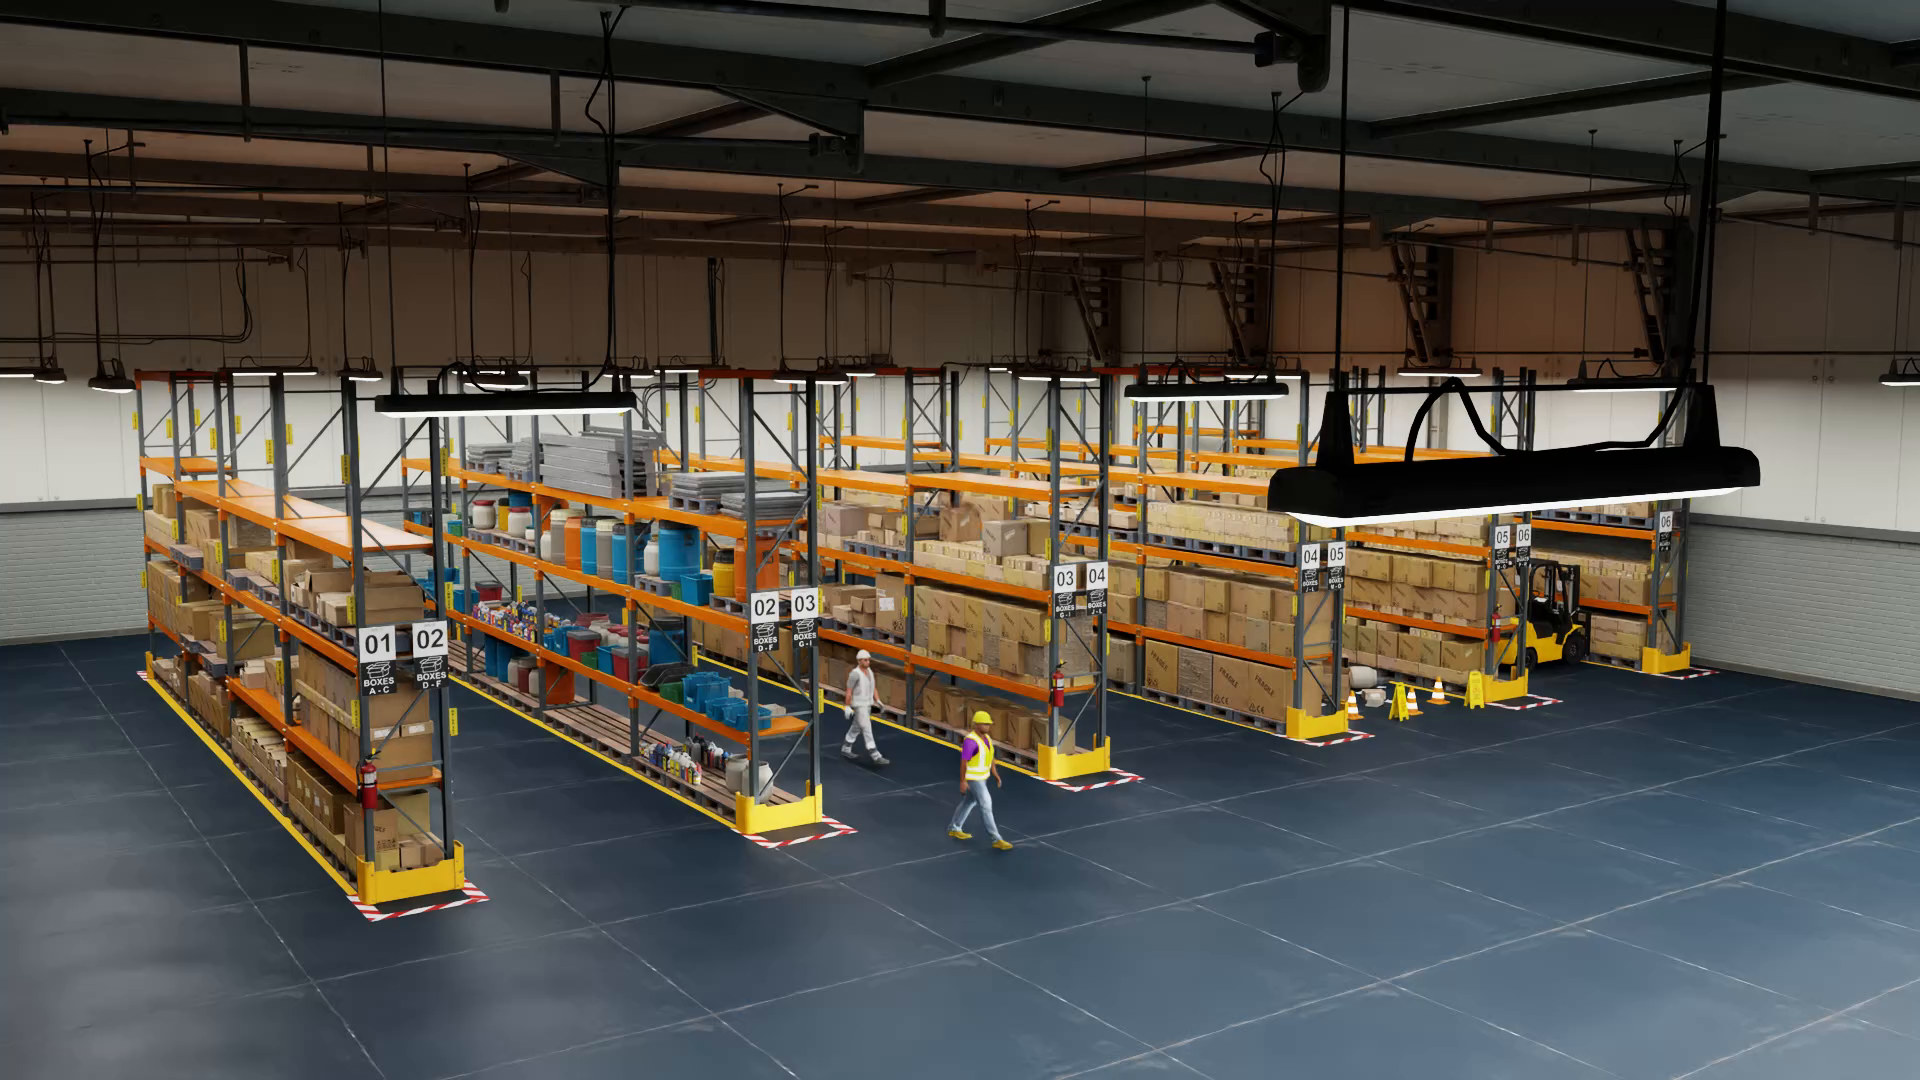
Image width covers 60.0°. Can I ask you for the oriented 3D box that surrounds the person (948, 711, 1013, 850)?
[{"bbox_3d":[0.285,3.043,21.352,0.997,1.709,0.591,2,7,20],"label":"person"}]

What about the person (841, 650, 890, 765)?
[{"bbox_3d":[-1.424,2.552,25.593,1.040,1.731,0.559,3,7,27],"label":"person"}]
